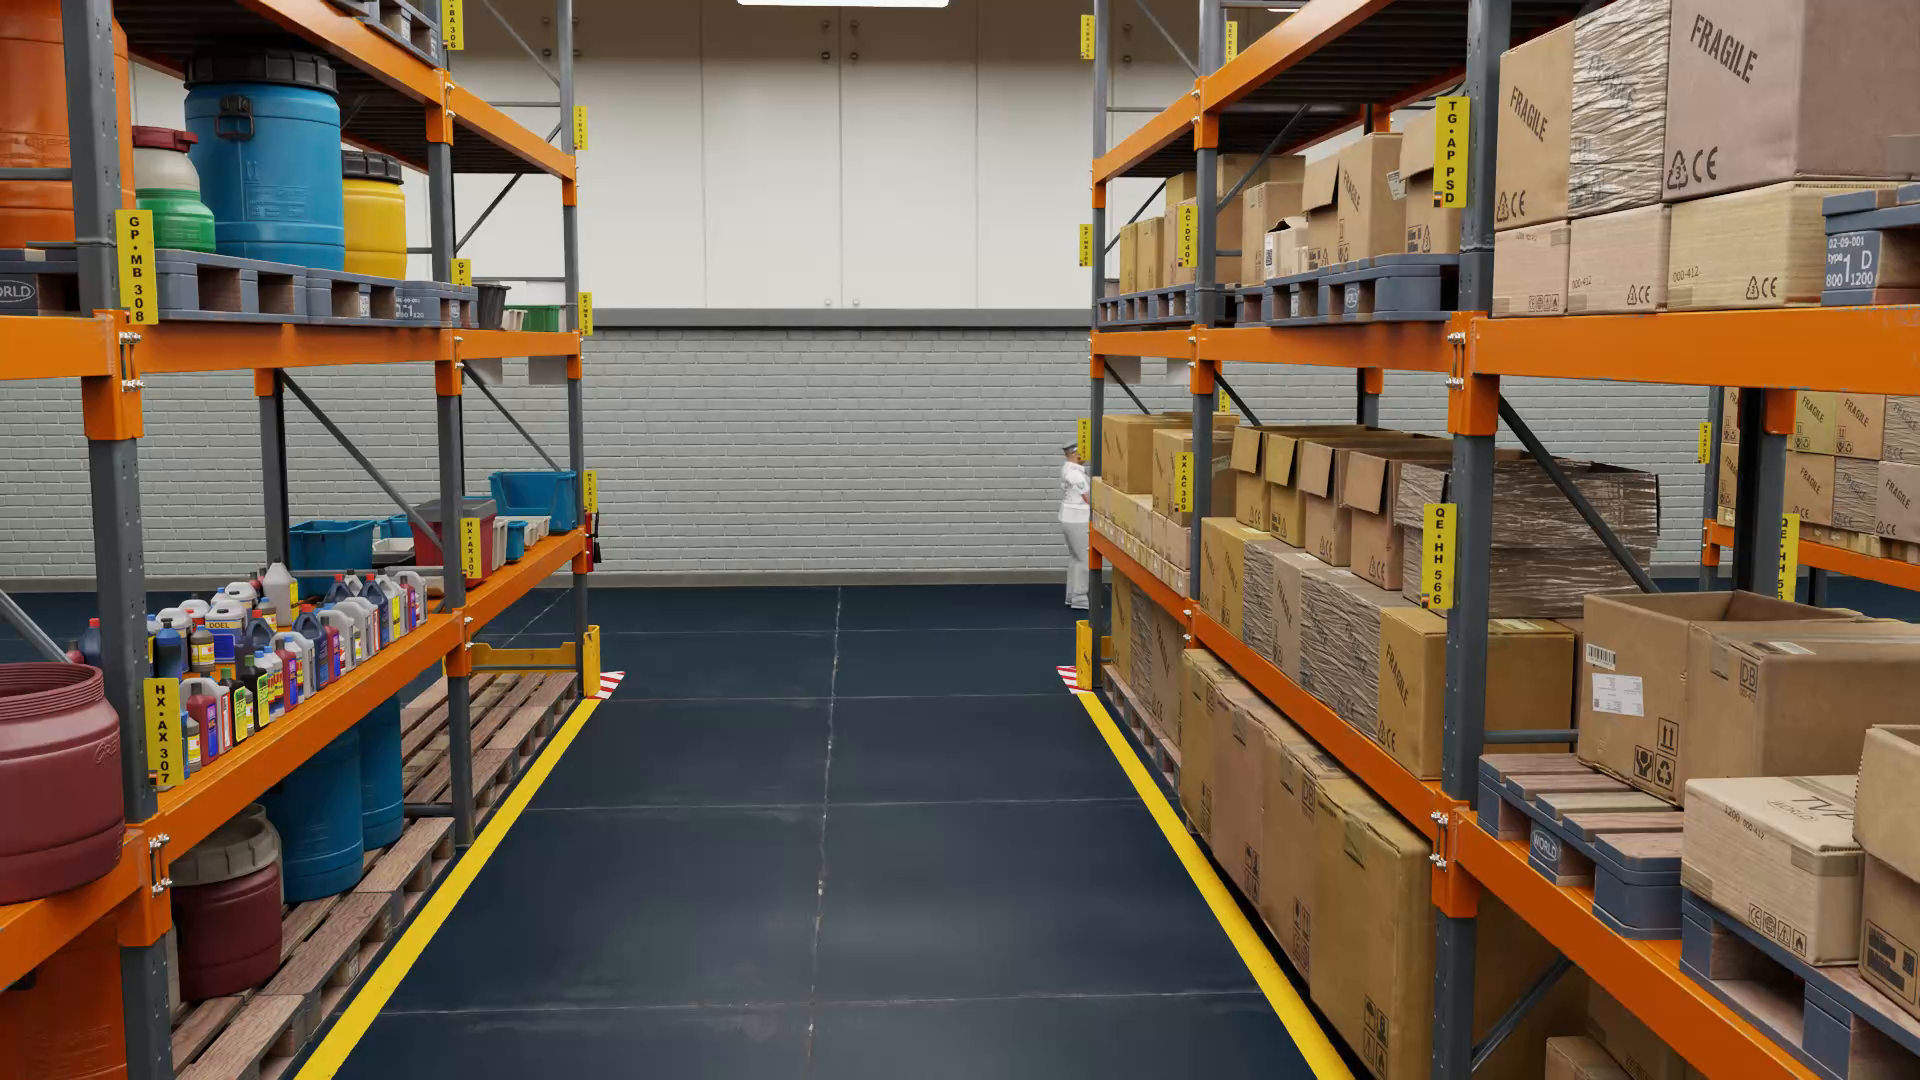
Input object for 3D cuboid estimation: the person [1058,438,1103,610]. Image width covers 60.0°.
[{"bbox_3d":[1.297,-0.179,17.152,0.557,1.769,0.494,0,7,-3],"label":"person"}]
